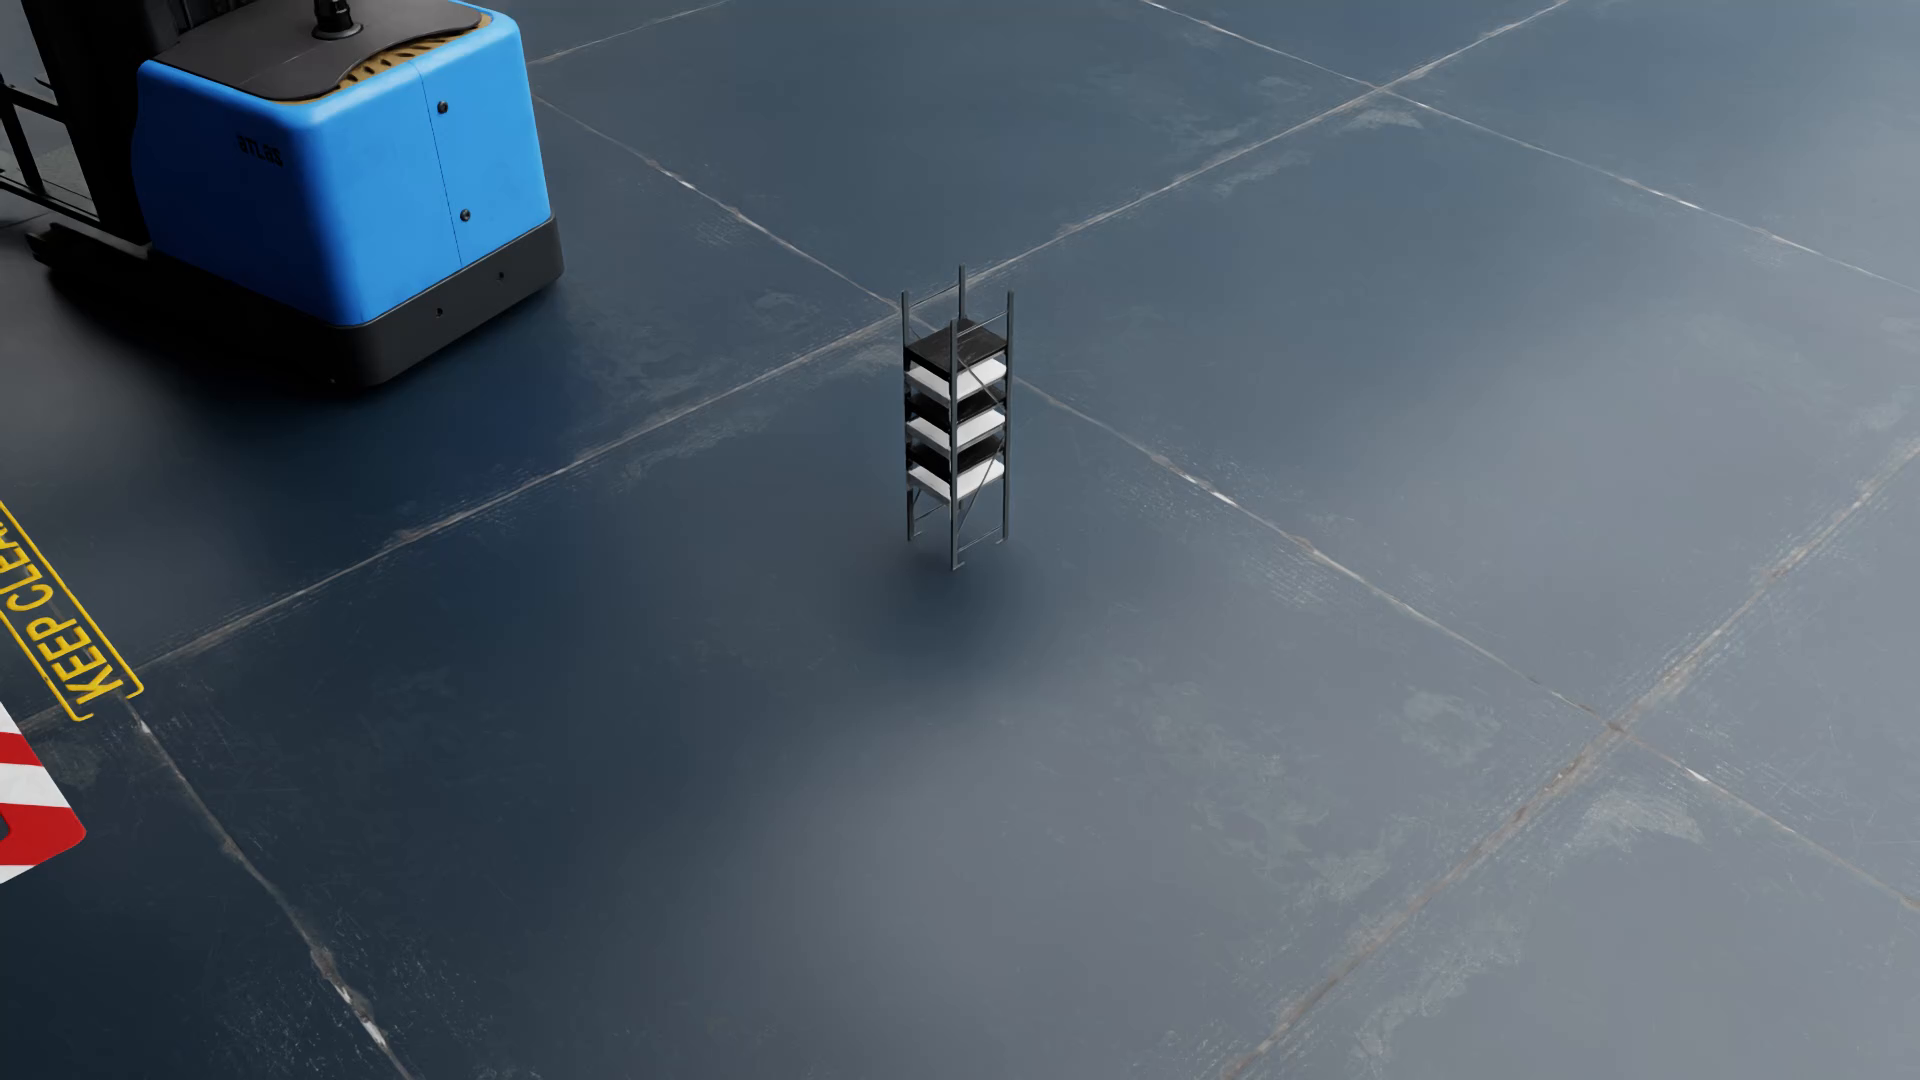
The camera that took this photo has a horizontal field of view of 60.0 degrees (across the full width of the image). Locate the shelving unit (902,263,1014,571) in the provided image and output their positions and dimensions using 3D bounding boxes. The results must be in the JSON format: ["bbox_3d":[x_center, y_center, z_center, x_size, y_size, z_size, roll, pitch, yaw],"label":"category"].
[{"bbox_3d":[-0.005,-0.354,4.972,0.258,0.900,0.210,-30,48,-32],"label":"shelving unit"}]

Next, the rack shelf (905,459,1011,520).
[{"bbox_3d":[-0.005,-0.188,5.106,0.258,0.077,0.200,-30,48,-32],"label":"rack shelf"}]

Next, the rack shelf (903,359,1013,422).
[{"bbox_3d":[-0.005,-0.468,4.880,0.258,0.077,0.200,-30,48,-32],"label":"rack shelf"}]

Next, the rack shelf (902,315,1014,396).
[{"bbox_3d":[-0.005,-0.538,4.823,0.258,0.077,0.200,-30,48,-32],"label":"rack shelf"}]

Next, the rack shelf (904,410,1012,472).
[{"bbox_3d":[-0.005,-0.328,4.993,0.258,0.077,0.200,-30,48,-32],"label":"rack shelf"}]

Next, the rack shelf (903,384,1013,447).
[{"bbox_3d":[-0.005,-0.398,4.936,0.258,0.077,0.200,-30,48,-32],"label":"rack shelf"}]

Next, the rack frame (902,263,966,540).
[{"bbox_3d":[-0.074,-0.401,5.030,0.240,0.900,0.006,-30,48,-32],"label":"rack frame"}]

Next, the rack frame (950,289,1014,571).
[{"bbox_3d":[0.063,-0.307,4.914,0.240,0.900,0.006,-30,48,-32],"label":"rack frame"}]

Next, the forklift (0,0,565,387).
[{"bbox_3d":[-3.042,-2.385,5.870,3.031,2.935,1.130,22,44,25],"label":"forklift"}]

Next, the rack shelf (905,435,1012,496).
[{"bbox_3d":[-0.005,-0.258,5.049,0.258,0.077,0.200,-30,48,-32],"label":"rack shelf"}]
